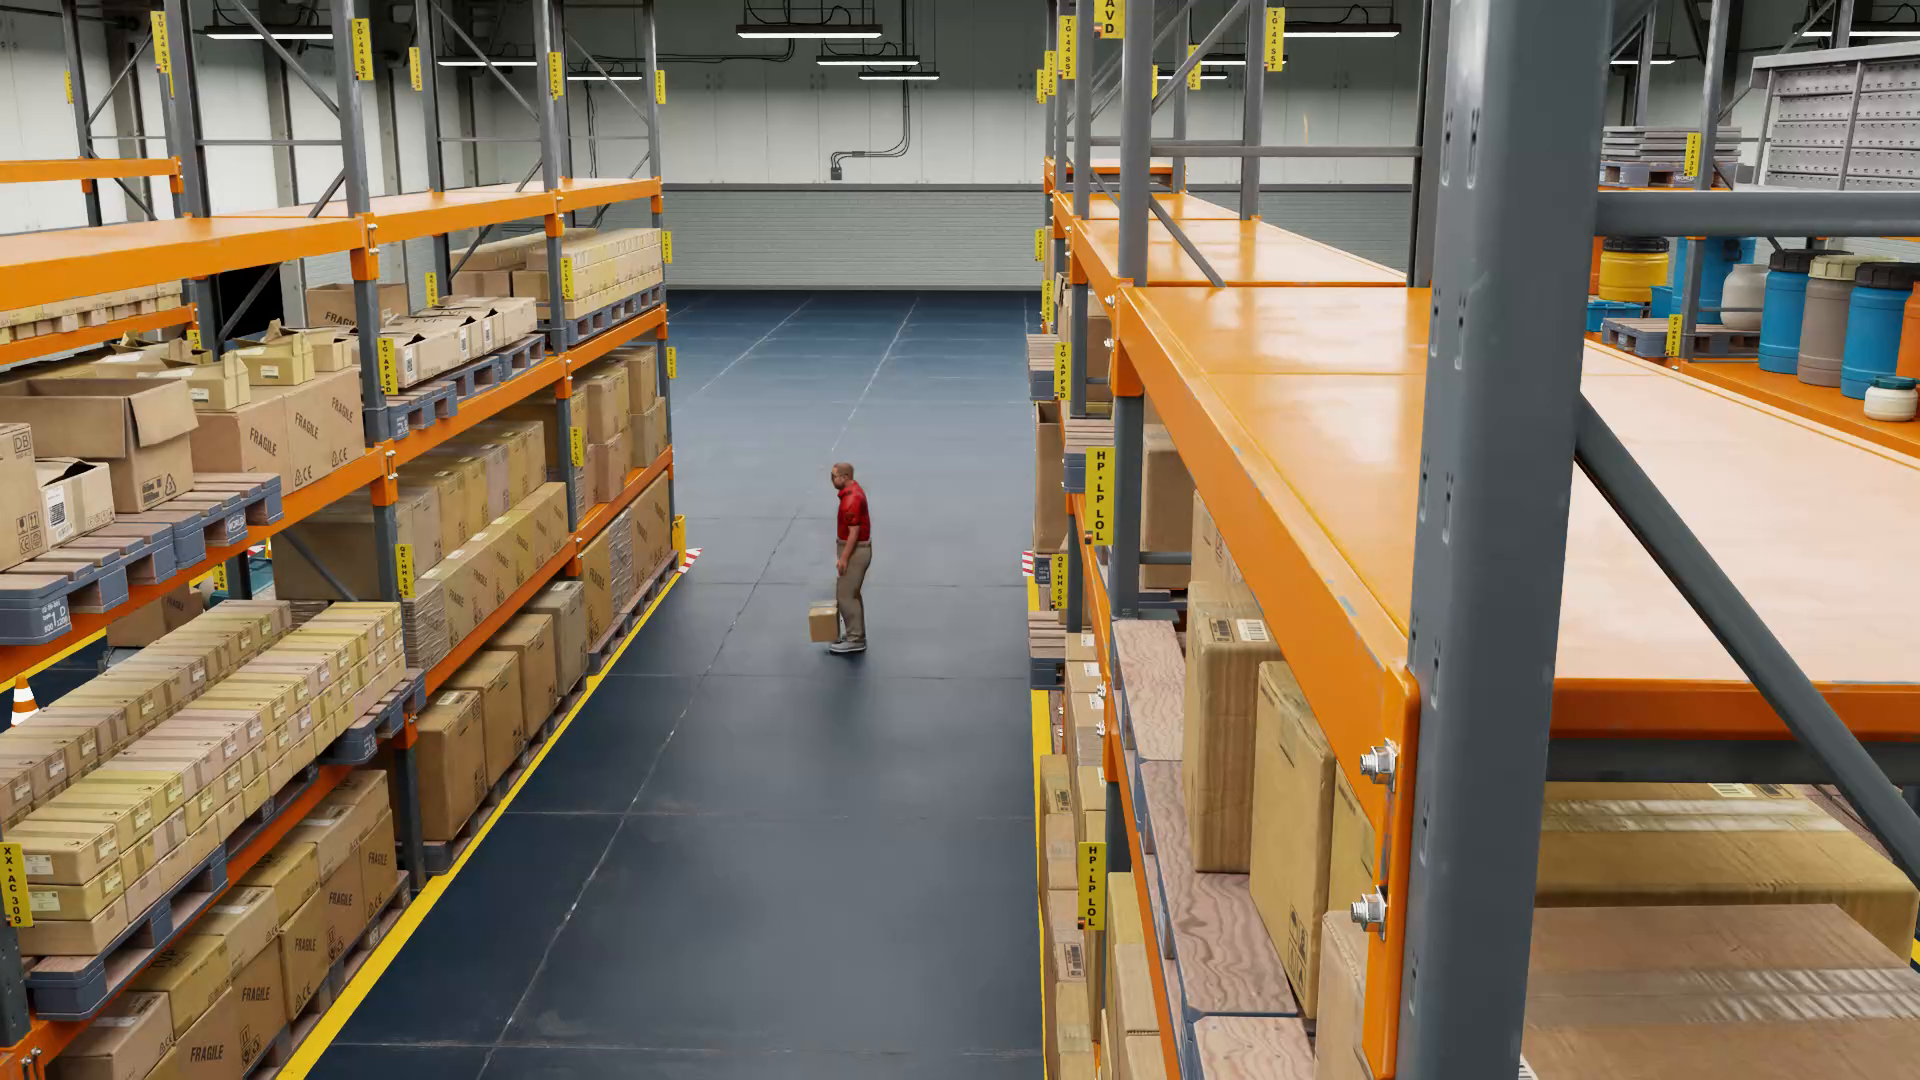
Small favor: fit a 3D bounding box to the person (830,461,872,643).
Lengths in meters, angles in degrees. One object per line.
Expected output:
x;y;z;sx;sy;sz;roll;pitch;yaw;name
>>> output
-0.975;0.102;14.962;0.359;1.657;0.568;0;14;0;person
